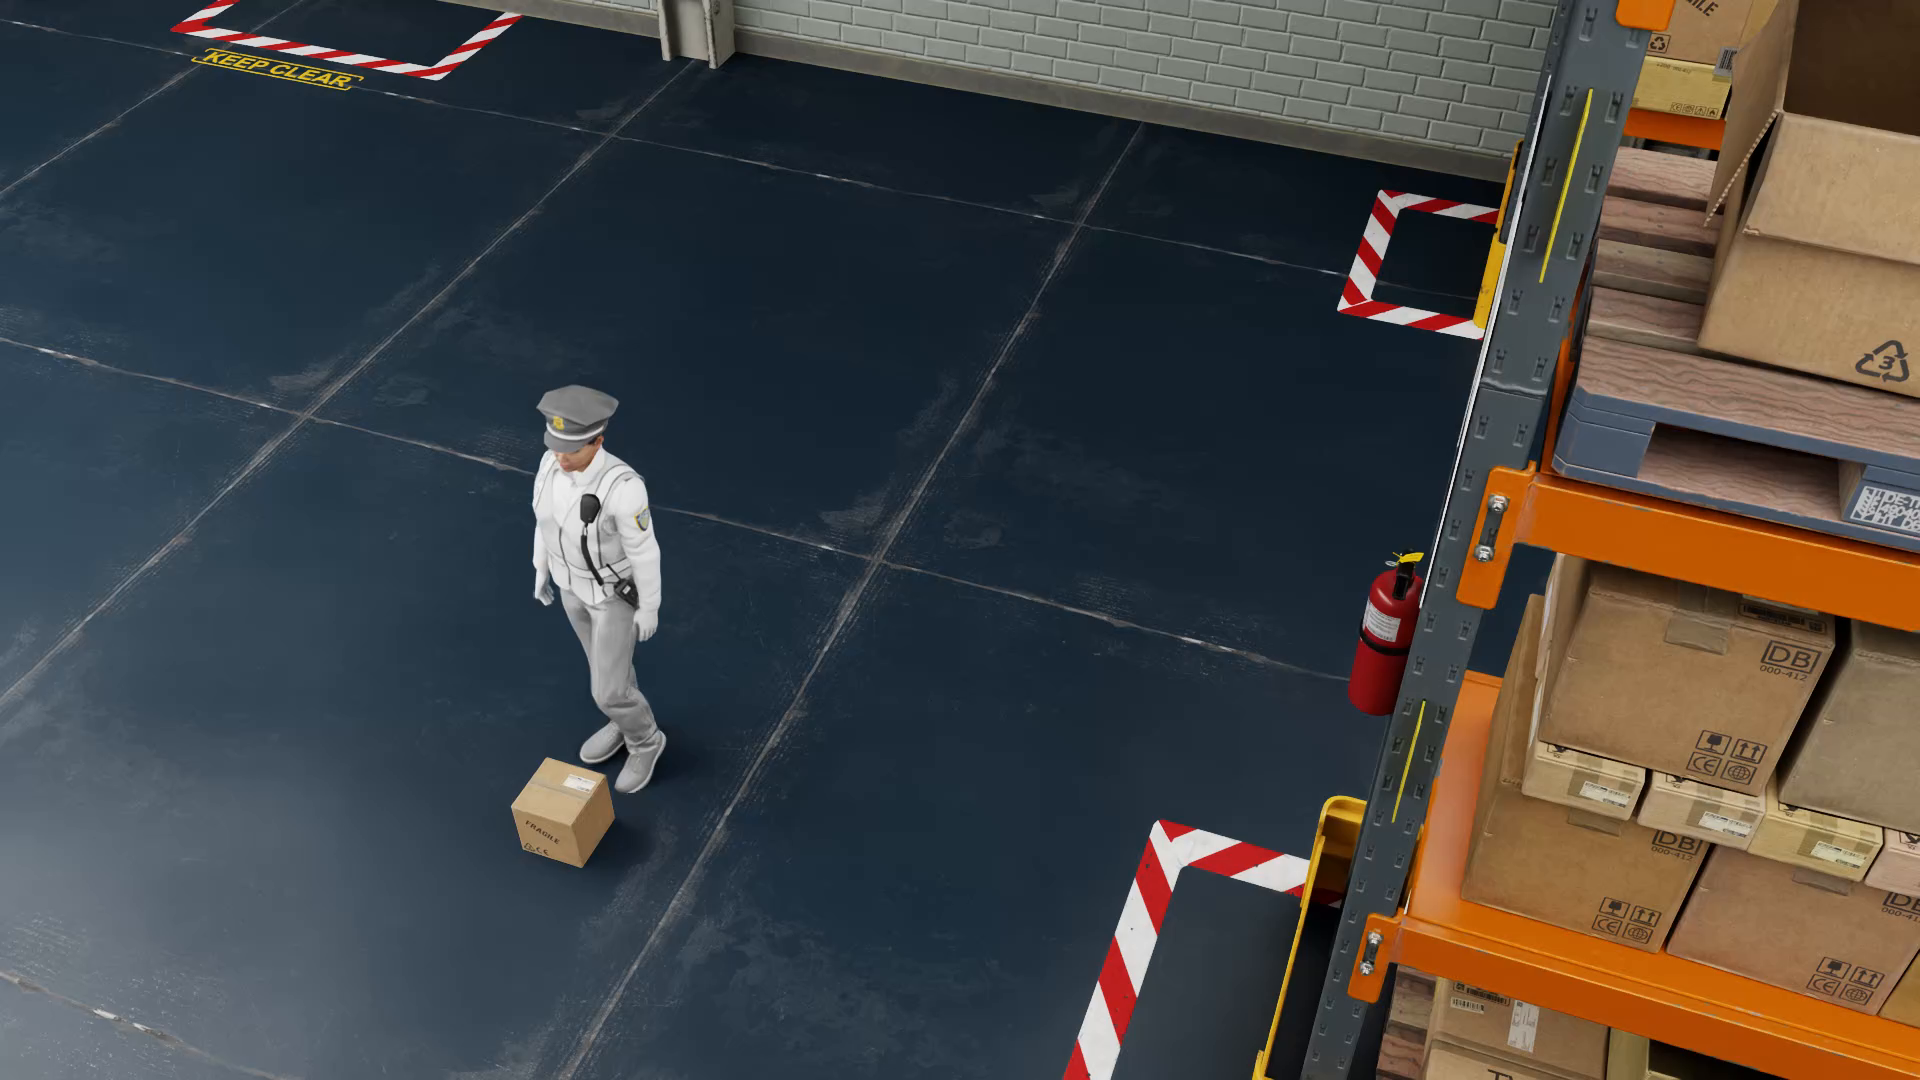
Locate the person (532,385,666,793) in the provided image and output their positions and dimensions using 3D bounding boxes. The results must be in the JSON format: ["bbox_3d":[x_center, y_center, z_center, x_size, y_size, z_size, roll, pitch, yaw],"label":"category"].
[{"bbox_3d":[-1.310,0.188,5.950,0.520,1.710,0.381,28,49,28],"label":"person"}]
